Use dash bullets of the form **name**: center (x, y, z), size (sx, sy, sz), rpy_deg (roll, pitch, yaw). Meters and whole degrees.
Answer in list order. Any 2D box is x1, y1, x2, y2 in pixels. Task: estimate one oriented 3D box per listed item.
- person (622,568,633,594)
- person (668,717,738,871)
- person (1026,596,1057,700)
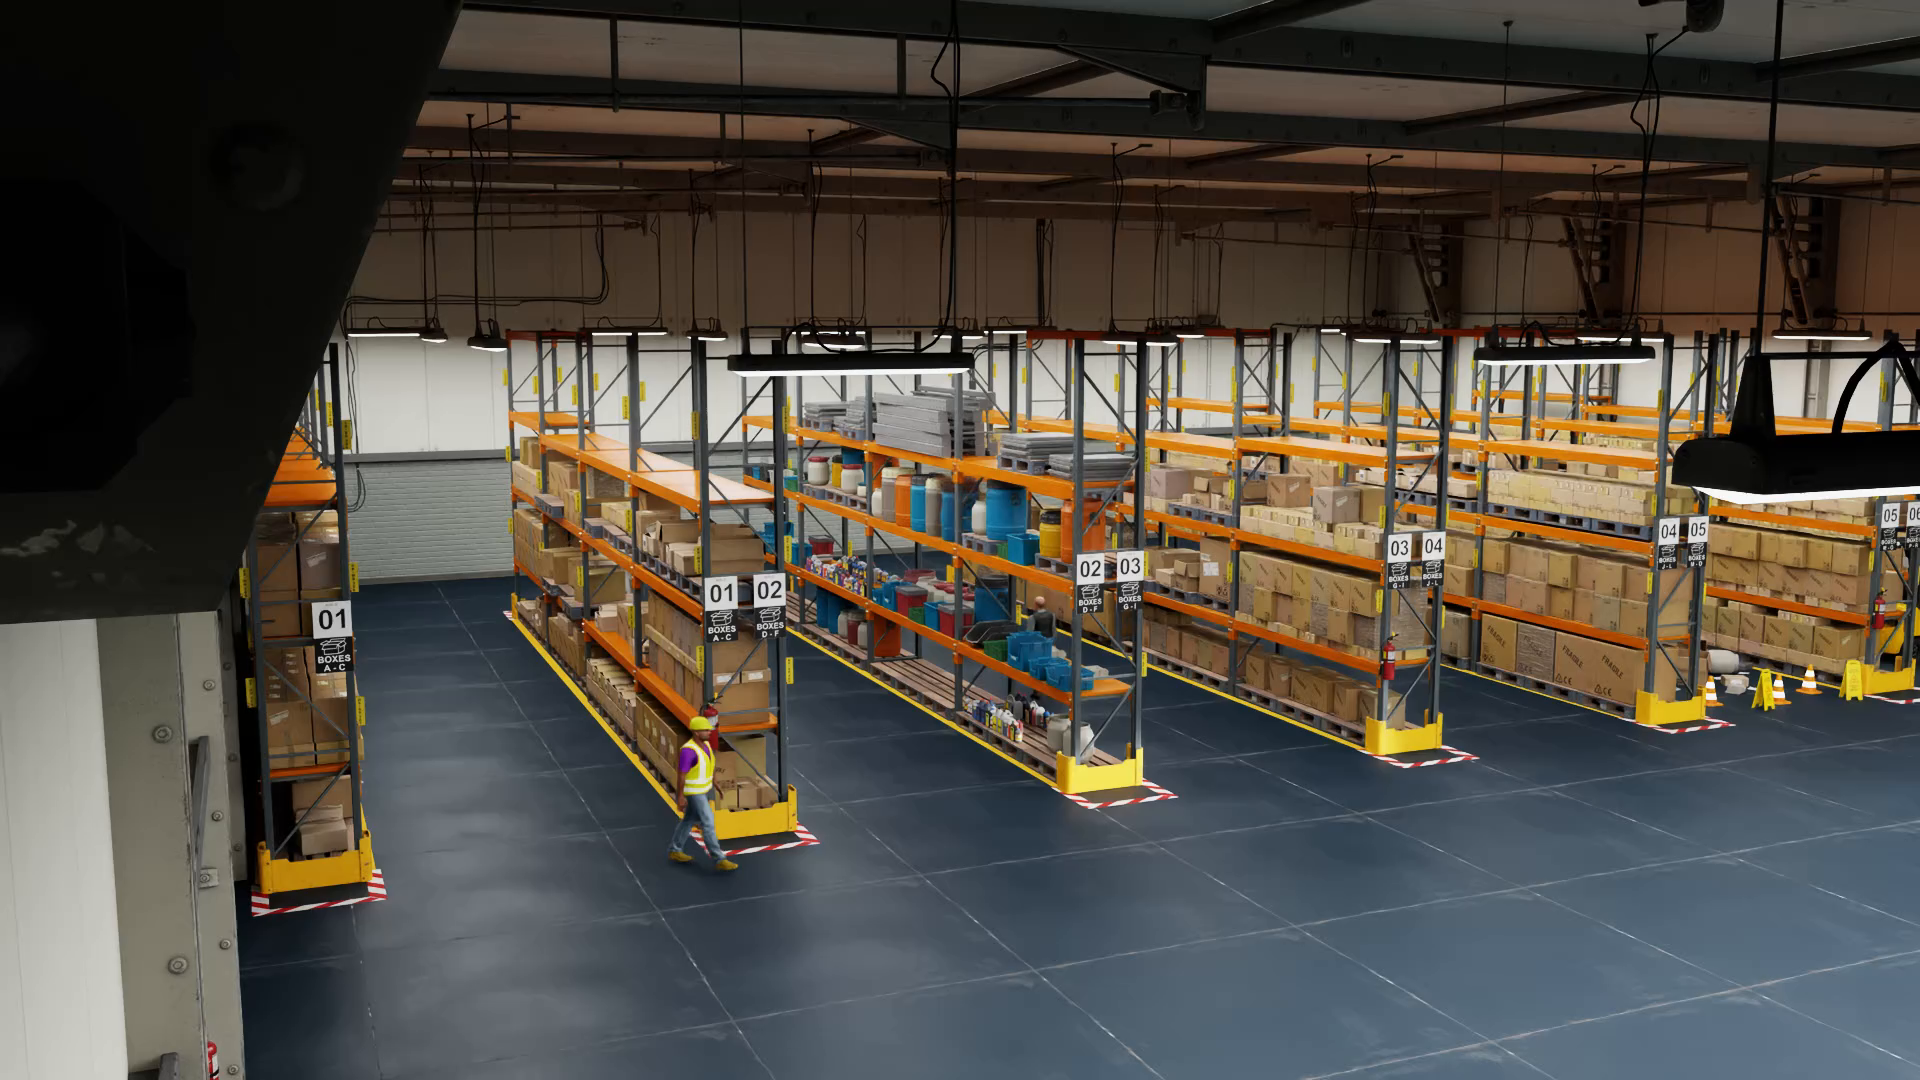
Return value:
- **person**: center (-6.850, 0.813, 34.525), size (0.486, 1.600, 1.044), rpy_deg (-5, 9, -32)
- **person**: center (-2.939, 2.871, 19.064), size (0.955, 1.714, 0.619), rpy_deg (1, 8, 10)
- **person**: center (1.342, 1.780, 27.310), size (0.566, 1.720, 0.537), rpy_deg (-3, 8, -23)
